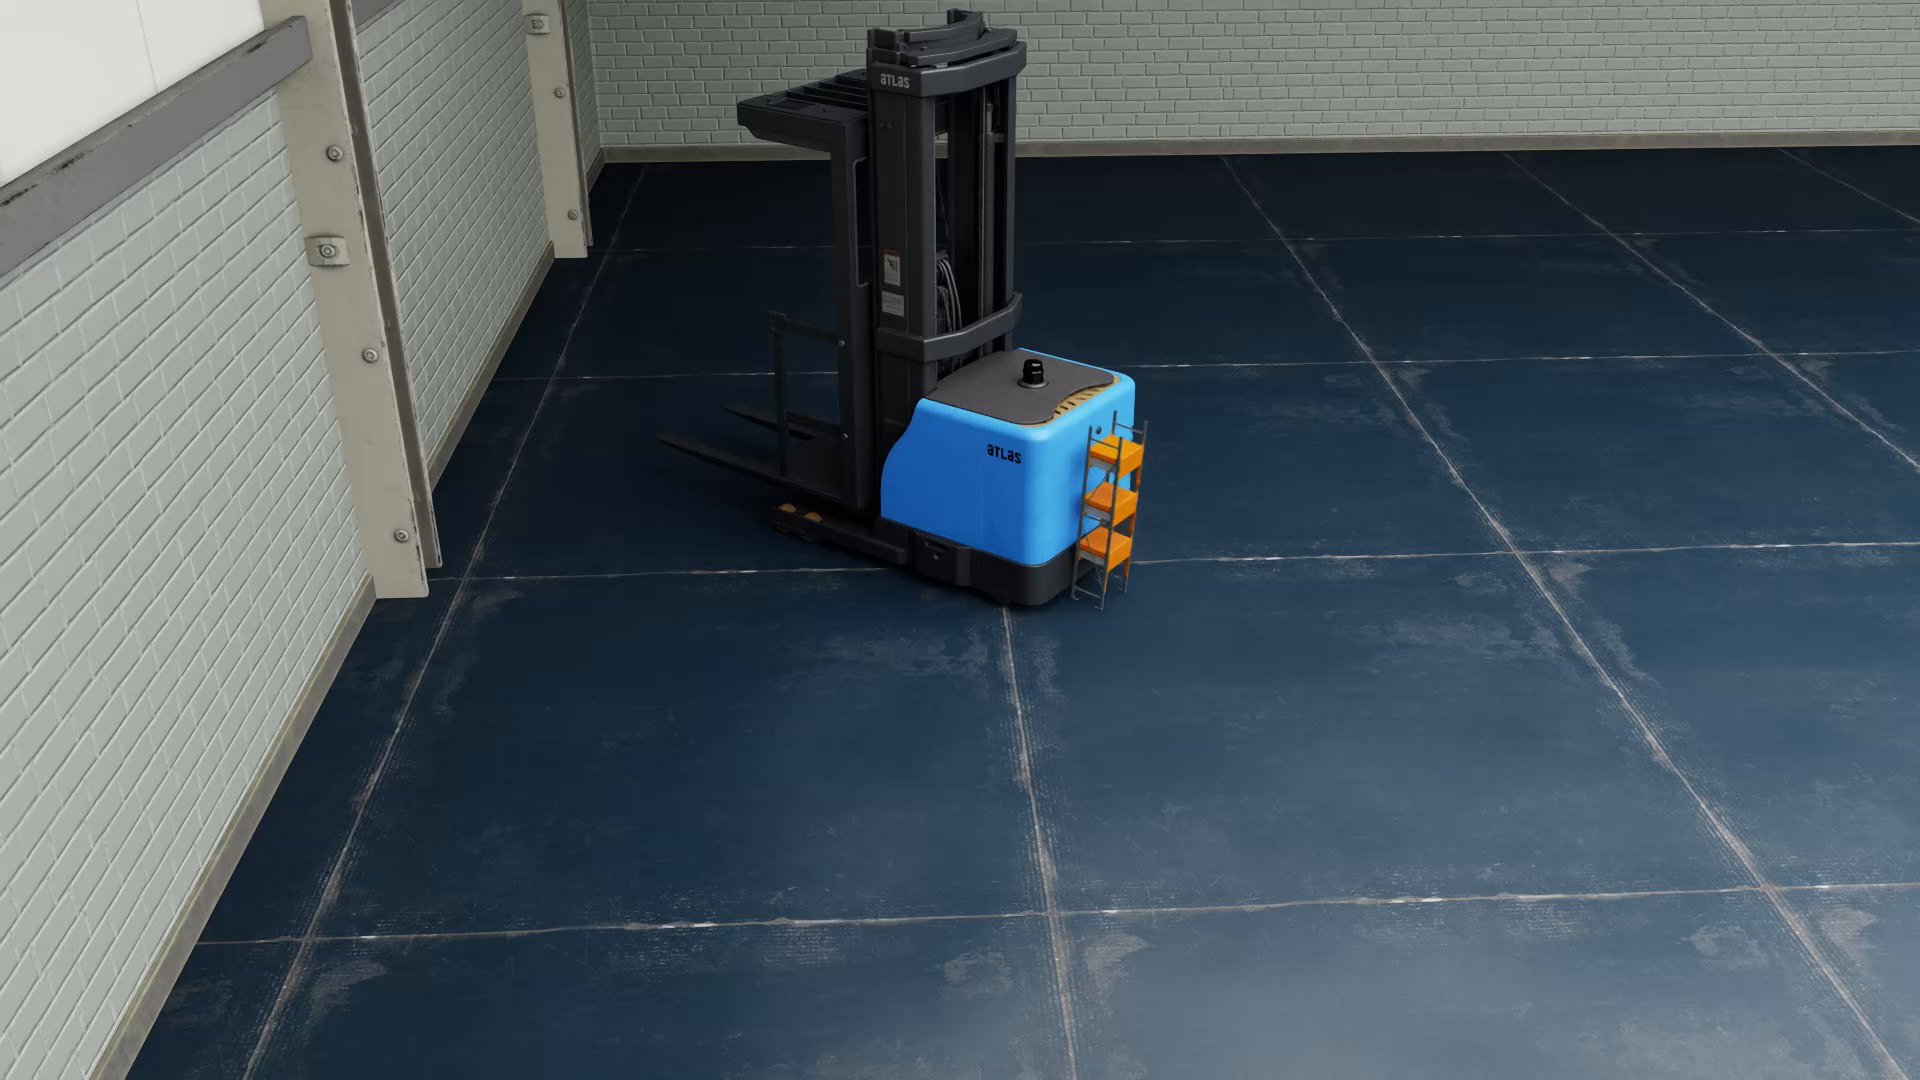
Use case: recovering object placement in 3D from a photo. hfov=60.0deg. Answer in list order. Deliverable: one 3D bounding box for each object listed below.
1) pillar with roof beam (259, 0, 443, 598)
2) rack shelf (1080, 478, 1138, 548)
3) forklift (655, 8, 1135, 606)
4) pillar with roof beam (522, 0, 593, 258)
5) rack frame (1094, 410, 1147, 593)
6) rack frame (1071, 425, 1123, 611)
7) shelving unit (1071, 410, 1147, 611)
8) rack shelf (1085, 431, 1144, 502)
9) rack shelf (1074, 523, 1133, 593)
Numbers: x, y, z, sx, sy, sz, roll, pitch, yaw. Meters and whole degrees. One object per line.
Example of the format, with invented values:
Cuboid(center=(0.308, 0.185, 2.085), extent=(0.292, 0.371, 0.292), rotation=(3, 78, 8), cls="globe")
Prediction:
Cuboid(center=(1.201, -3.868, 7.436), extent=(9.100, 9.000, 0.400), rotation=(-1, 28, -3), cls="pillar with roof beam")
Cuboid(center=(0.791, -0.143, 8.895), extent=(0.215, 0.259, 0.240), rotation=(22, 35, 29), cls="rack shelf")
Cuboid(center=(-0.510, -1.470, 9.400), extent=(3.031, 2.935, 1.130), rotation=(19, 33, 31), cls="forklift")
Cuboid(center=(0.887, -6.639, 12.748), extent=(9.100, 9.000, 0.400), rotation=(-1, 28, -3), cls="pillar with roof beam")
Cuboid(center=(0.863, -0.198, 8.977), extent=(0.200, 1.050, 0.008), rotation=(22, 35, 29), cls="rack frame")
Cuboid(center=(0.720, -0.106, 8.802), extent=(0.200, 1.050, 0.008), rotation=(22, 35, 29), cls="rack frame")
Cuboid(center=(0.792, -0.152, 8.890), extent=(0.215, 1.050, 0.252), rotation=(22, 35, 29), cls="shelving unit")
Cuboid(center=(0.807, -0.388, 8.753), extent=(0.215, 0.259, 0.240), rotation=(22, 35, 29), cls="rack shelf")
Cuboid(center=(0.775, 0.098, 9.034), extent=(0.215, 0.259, 0.240), rotation=(22, 35, 29), cls="rack shelf")
